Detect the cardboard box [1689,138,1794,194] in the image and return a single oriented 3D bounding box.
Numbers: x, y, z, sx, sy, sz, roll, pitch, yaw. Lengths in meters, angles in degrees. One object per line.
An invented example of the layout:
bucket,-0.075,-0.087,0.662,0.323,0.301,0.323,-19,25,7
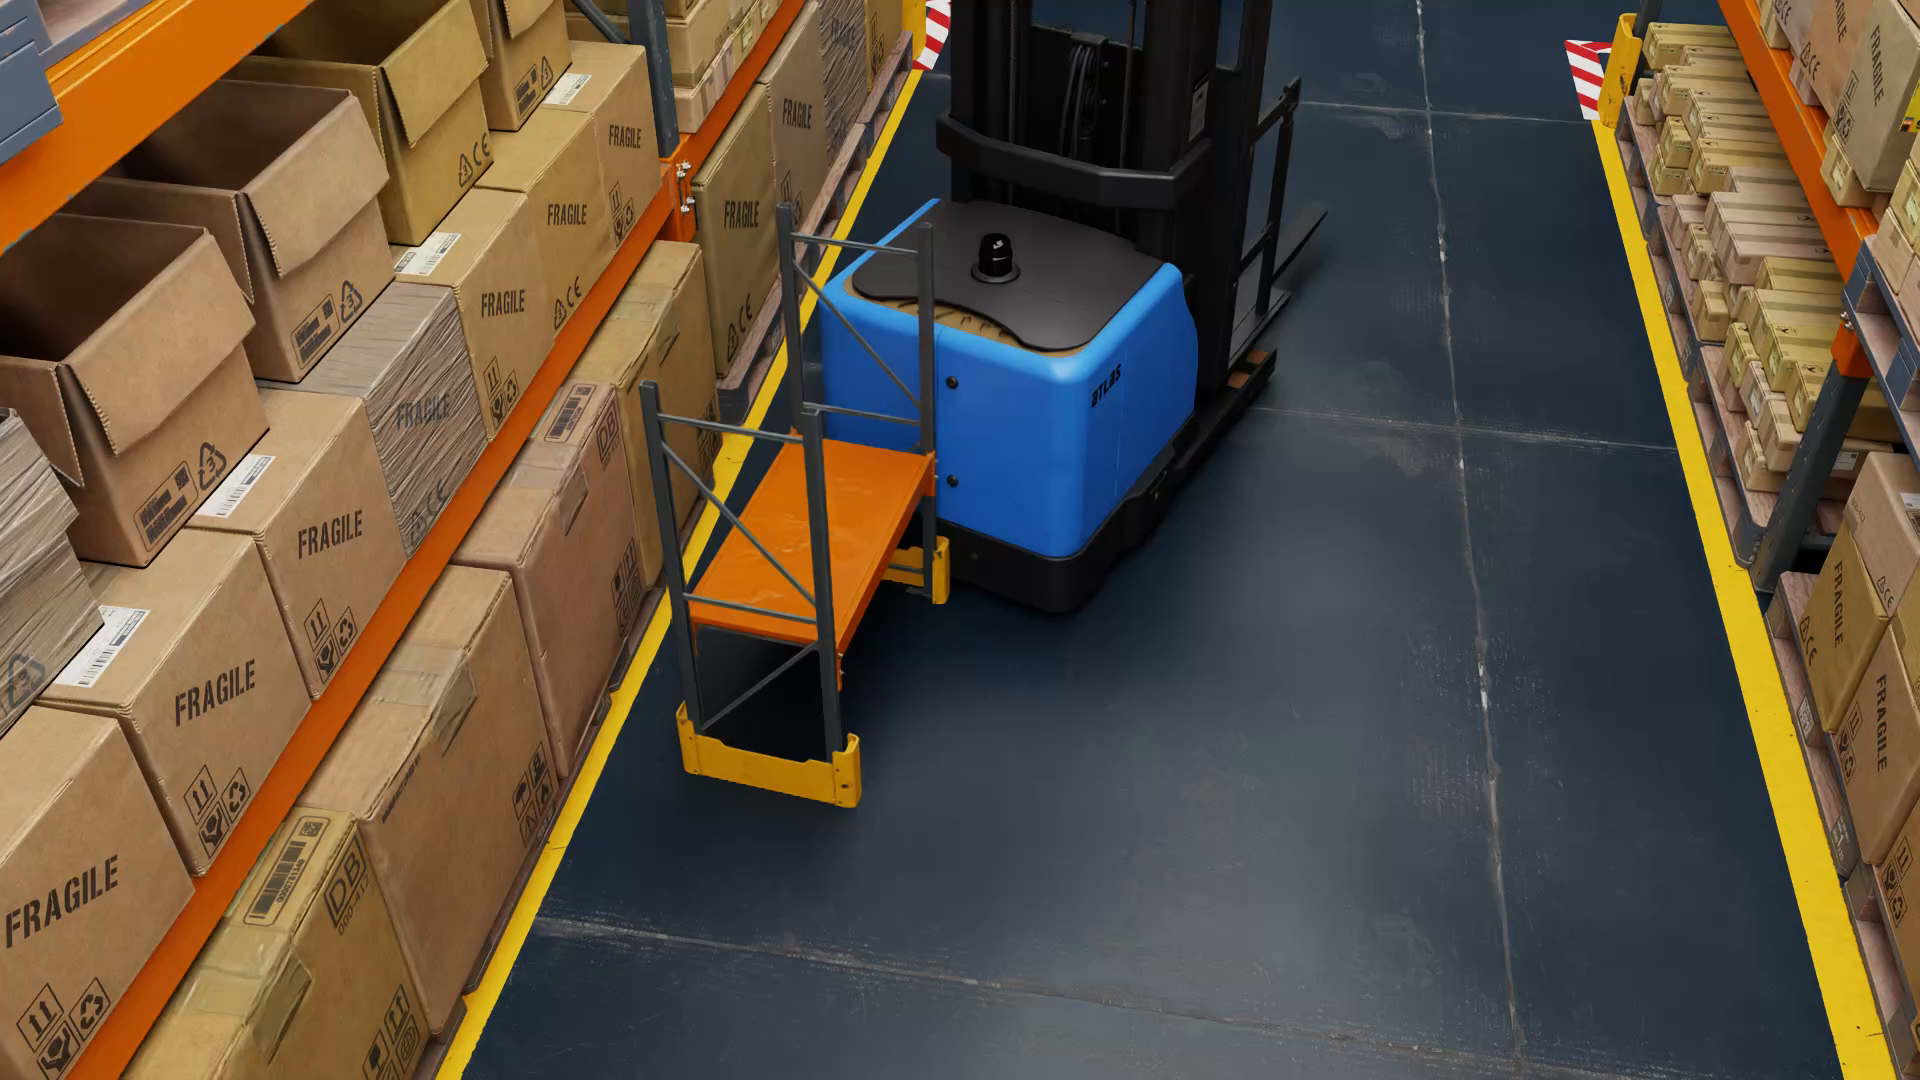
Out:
cardboard box,3.436,-1.631,7.309,0.380,0.149,0.250,7,40,8

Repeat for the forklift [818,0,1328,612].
forklift,0.677,-1.797,6.124,1.130,2.935,3.031,20,44,23

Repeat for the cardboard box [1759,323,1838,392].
cardboard box,3.188,-0.656,6.131,0.380,0.149,0.250,7,40,8

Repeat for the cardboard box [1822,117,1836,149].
cardboard box,3.239,-1.390,5.775,0.380,0.149,0.250,8,40,9

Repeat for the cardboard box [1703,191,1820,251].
cardboard box,3.336,-1.318,6.931,0.380,0.149,0.250,5,40,6

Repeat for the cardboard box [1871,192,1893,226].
cardboard box,3.196,-1.056,5.370,0.380,0.149,0.250,6,40,7

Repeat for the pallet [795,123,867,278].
pallet,-1.073,-1.719,8.164,1.003,0.211,1.213,6,40,8

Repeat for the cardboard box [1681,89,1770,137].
cardboard box,3.584,-1.964,7.712,0.380,0.149,0.250,5,40,5

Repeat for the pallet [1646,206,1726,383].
pallet,3.668,-1.066,7.374,1.003,0.211,1.213,6,40,8

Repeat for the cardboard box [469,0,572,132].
cardboard box,-1.593,-1.581,4.942,0.797,0.503,0.637,5,40,7

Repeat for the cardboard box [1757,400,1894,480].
cardboard box,3.119,-0.358,6.003,0.380,0.149,0.250,7,40,9

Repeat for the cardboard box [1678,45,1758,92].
cardboard box,3.715,-2.272,8.085,0.380,0.149,0.250,7,40,8

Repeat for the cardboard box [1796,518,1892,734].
cardboard box,2.988,0.289,5.179,0.500,0.500,0.500,8,40,9

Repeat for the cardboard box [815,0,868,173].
cardboard box,-0.987,-2.429,8.172,0.875,0.875,0.875,6,40,8

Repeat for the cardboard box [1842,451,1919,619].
cardboard box,2.989,0.000,4.940,0.500,0.250,0.500,5,40,6

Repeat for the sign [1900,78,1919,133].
sign,2.842,-1.336,4.832,0.100,0.325,0.005,6,40,8

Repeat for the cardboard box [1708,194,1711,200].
cardboard box,3.558,-1.505,7.391,0.380,0.149,0.250,8,40,10

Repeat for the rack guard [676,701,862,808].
rack guard,-0.600,0.674,5.238,0.587,0.250,0.087,10,41,12

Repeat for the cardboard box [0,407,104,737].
cardboard box,-2.040,0.070,2.945,0.797,0.503,0.637,8,40,9

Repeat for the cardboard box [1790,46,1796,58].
cardboard box,3.422,-1.877,6.364,0.380,0.149,0.250,6,40,7

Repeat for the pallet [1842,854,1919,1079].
pallet,3.035,1.384,4.410,1.003,0.211,1.213,6,40,8

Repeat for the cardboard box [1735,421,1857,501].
cardboard box,3.110,-0.294,6.159,0.380,0.149,0.250,7,40,8

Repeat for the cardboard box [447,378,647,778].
cardboard box,-1.735,0.064,5.156,1.225,0.875,0.875,5,40,6

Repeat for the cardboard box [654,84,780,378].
cardboard box,-1.297,-1.306,6.813,0.875,0.875,0.875,6,40,8

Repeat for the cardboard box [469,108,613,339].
cardboard box,-1.395,-0.963,4.982,0.500,0.500,0.500,8,40,9

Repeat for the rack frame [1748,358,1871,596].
rack frame,3.377,-0.947,5.042,1.000,3.000,0.127,6,40,8

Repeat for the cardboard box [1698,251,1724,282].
cardboard box,3.400,-1.100,7.134,0.380,0.149,0.250,7,40,9

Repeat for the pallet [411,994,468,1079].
pallet,-1.972,1.541,4.221,1.003,0.211,1.213,6,40,8

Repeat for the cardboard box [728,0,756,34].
cardboard box,-1.060,-2.192,6.432,0.500,0.250,0.500,6,40,7

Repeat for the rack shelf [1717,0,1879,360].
rack shelf,3.724,-1.925,6.789,1.077,0.370,4.000,6,40,8

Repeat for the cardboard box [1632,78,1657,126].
cardboard box,3.664,-2.227,8.498,0.380,0.149,0.250,7,40,9

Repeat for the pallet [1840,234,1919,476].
pallet,3.102,-0.410,4.542,1.003,0.211,1.213,6,40,8

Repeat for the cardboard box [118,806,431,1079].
cardboard box,-2.042,1.179,3.808,1.225,0.875,0.875,5,40,6

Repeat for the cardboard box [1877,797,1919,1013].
cardboard box,2.821,0.951,4.378,0.500,0.500,0.500,7,40,8

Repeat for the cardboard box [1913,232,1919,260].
cardboard box,2.813,-0.768,4.459,0.380,0.149,0.250,6,40,7

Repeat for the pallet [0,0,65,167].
pallet,-2.123,-0.541,2.344,1.213,0.211,1.003,8,40,10

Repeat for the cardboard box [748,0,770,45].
cardboard box,-0.977,-2.105,6.639,0.380,0.149,0.250,5,40,6

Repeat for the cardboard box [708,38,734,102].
cardboard box,-1.066,-1.775,6.240,0.380,0.149,0.250,5,40,6

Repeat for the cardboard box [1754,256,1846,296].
cardboard box,3.346,-0.968,6.507,0.380,0.149,0.250,8,40,9

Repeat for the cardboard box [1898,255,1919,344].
cardboard box,2.814,-0.641,4.539,0.380,0.149,0.250,7,40,8

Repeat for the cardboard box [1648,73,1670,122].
cardboard box,3.623,-2.169,8.194,0.380,0.149,0.250,6,40,7

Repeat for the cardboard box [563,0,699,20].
cardboard box,-1.156,-2.176,5.823,0.500,0.500,0.500,6,40,8

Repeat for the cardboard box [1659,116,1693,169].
cardboard box,3.517,-1.857,7.816,0.380,0.149,0.250,8,40,9

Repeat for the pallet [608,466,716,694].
pallet,-1.550,0.010,6.073,1.003,0.211,1.213,6,40,8

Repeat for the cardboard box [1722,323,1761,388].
cardboard box,3.182,-0.699,6.416,0.380,0.149,0.250,5,40,6

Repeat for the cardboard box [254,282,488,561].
cardboard box,-1.570,-0.320,4.205,0.500,0.500,0.500,7,40,8

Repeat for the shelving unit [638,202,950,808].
shelving unit,-0.463,-0.113,5.209,0.587,1.500,1.083,10,41,12

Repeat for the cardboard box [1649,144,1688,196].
cardboard box,3.511,-1.749,7.919,0.380,0.149,0.250,7,40,8

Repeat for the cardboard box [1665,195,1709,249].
cardboard box,3.432,-1.432,7.535,0.380,0.149,0.250,5,40,6

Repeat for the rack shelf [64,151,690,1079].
rack shelf,-1.836,-0.025,4.491,1.077,0.370,4.000,6,40,8

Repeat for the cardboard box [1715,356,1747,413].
cardboard box,3.219,-0.621,6.555,0.380,0.149,0.250,5,40,6

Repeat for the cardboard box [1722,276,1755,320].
cardboard box,3.347,-1.008,6.789,0.380,0.149,0.250,7,40,9

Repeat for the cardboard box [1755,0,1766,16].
cardboard box,3.471,-2.209,6.765,0.380,0.149,0.250,8,40,9

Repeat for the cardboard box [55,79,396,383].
cardboard box,-1.815,-0.760,3.949,0.797,0.503,0.637,8,40,9

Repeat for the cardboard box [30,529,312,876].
cardboard box,-1.743,0.315,3.436,0.500,0.500,0.500,5,40,6

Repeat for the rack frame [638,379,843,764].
rack frame,-0.605,0.204,4.826,0.500,1.500,0.032,10,41,12

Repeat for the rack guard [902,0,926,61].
rack guard,-0.794,-3.120,9.631,1.175,0.500,0.348,6,40,8

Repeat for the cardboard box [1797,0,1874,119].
cardboard box,3.274,-1.761,5.714,0.500,0.500,0.500,5,40,6
